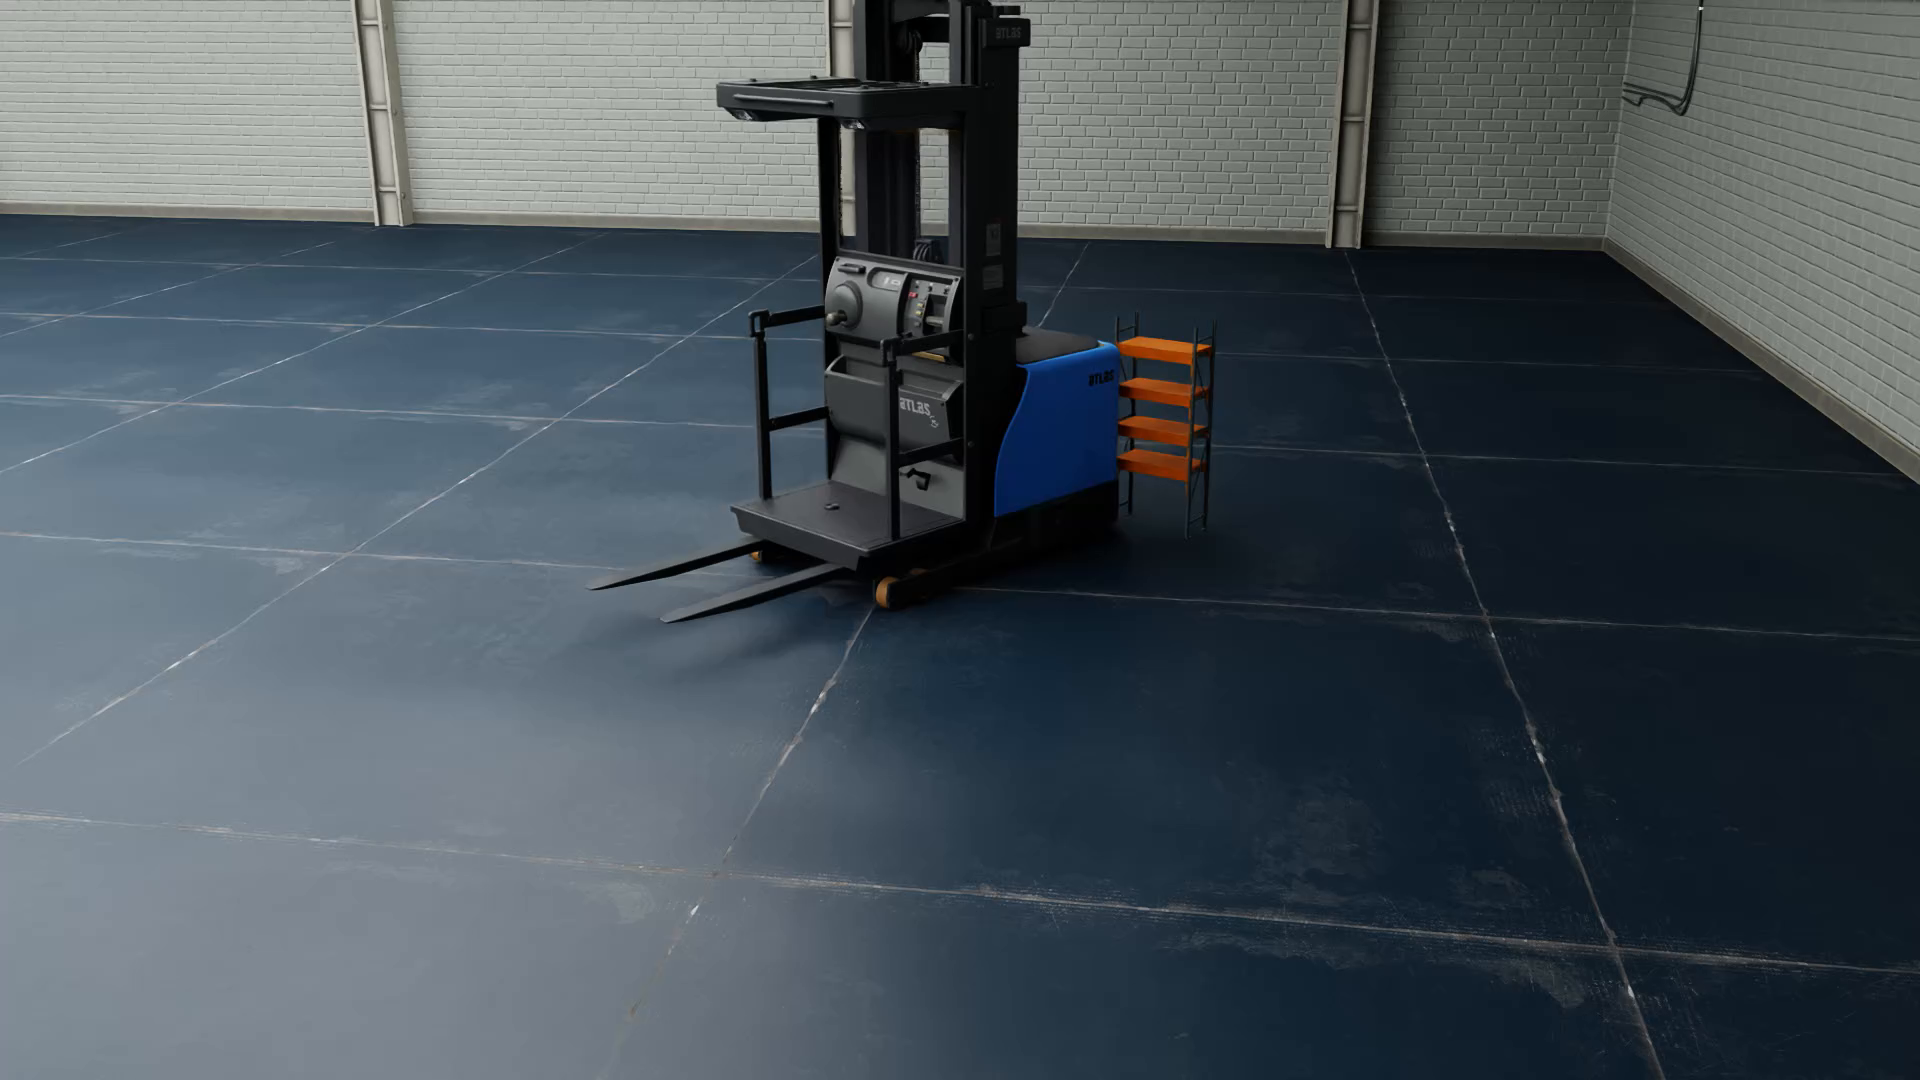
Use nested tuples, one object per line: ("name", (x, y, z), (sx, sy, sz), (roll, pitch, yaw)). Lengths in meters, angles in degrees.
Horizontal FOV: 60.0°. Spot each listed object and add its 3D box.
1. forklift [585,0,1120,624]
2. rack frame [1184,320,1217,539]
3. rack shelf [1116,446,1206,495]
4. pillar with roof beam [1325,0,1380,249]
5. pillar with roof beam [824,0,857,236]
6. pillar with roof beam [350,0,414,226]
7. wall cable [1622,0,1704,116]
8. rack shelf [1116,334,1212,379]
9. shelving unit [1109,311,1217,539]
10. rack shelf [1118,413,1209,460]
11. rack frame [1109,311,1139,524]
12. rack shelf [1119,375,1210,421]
("forklift", (-0.495, -1.224, 8.341), (1.130, 2.935, 3.031), (17, 25, 42))
("rack frame", (1.333, -0.605, 9.219), (0.015, 1.200, 0.240), (13, 22, 33))
("rack shelf", (1.134, -0.397, 9.437), (0.480, 0.148, 0.258), (13, 22, 33))
("pillar with roof beam", (3.855, -6.400, 14.249), (0.400, 9.000, 9.100), (3, 19, 9))
("pillar with roof beam", (-2.069, -6.702, 15.152), (0.400, 9.000, 9.100), (3, 19, 9))
("pillar with roof beam", (-7.993, -7.004, 16.054), (0.400, 9.000, 9.100), (3, 19, 9))
("wall cable", (7.237, -5.714, 17.092), (0.112, 2.526, 3.097), (3, 19, 9))
("rack shelf", (1.134, -1.022, 9.228), (0.480, 0.148, 0.258), (13, 22, 33))
("shelving unit", (1.134, -0.649, 9.353), (0.503, 1.200, 0.258), (13, 22, 33))
("rack shelf", (1.134, -0.585, 9.374), (0.480, 0.148, 0.258), (13, 22, 33))
("rack frame", (0.935, -0.694, 9.486), (0.015, 1.200, 0.240), (13, 22, 33))
("rack shelf", (1.134, -0.798, 9.303), (0.480, 0.148, 0.258), (13, 22, 33))
